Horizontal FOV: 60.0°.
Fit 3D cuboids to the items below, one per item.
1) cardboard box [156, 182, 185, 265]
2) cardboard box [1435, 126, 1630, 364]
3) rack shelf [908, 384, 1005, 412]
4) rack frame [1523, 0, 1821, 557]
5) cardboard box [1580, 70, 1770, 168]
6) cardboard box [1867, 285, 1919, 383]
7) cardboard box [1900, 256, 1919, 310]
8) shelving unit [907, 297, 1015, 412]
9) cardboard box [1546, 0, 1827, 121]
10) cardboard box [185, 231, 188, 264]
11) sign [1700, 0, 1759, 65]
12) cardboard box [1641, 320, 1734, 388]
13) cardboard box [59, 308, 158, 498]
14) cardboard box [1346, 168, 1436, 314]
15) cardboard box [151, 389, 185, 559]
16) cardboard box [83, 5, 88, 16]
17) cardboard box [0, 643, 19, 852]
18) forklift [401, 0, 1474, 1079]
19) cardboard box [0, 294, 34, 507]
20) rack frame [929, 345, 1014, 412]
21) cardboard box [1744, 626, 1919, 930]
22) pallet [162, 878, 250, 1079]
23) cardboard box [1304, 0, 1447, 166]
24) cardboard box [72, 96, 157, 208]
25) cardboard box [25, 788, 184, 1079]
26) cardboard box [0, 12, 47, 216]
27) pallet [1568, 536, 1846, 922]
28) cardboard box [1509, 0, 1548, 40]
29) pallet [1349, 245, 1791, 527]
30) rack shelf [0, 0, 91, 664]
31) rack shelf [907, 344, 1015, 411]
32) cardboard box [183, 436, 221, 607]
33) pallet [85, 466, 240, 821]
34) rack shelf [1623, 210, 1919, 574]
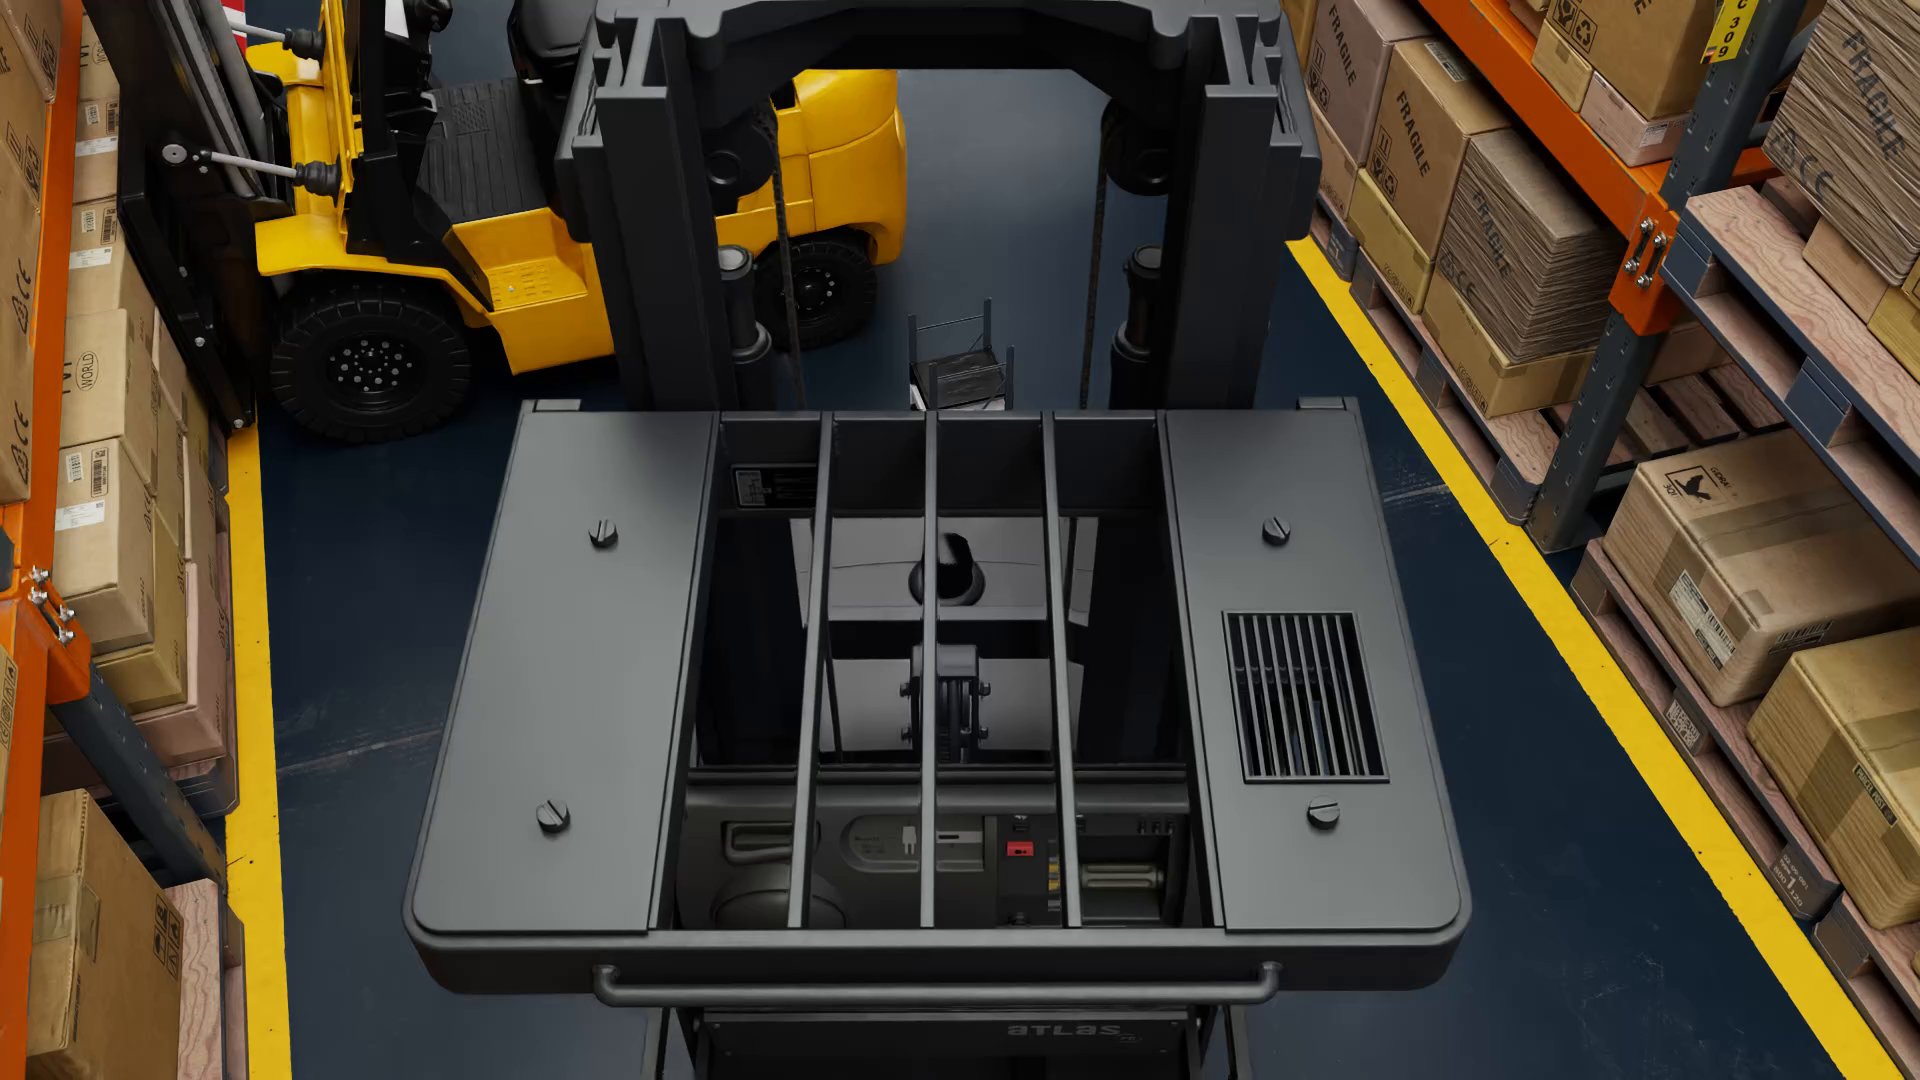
[{"bbox_3d":[-2.740,-0.886,5.232,0.500,0.250,0.500,-13,51,-11],"label":"cardboard box"},{"bbox_3d":[1.854,-0.934,5.109,0.500,0.500,0.500,-14,51,-11],"label":"cardboard box"},{"bbox_3d":[0.002,-0.379,4.789,0.258,0.077,0.200,-13,51,-11],"label":"rack shelf"},{"bbox_3d":[2.285,-1.072,4.192,1.000,3.000,0.127,-13,51,-11],"label":"rack frame"},{"bbox_3d":[1.899,-1.157,4.427,0.380,0.149,0.250,-14,51,-11],"label":"cardboard box"},{"bbox_3d":[2.212,-0.467,3.571,0.380,0.149,0.250,-12,51,-10],"label":"cardboard box"},{"bbox_3d":[2.299,-0.562,3.228,0.500,0.500,0.500,-13,51,-11],"label":"cardboard box"},{"bbox_3d":[0.002,-0.284,4.901,0.258,0.900,0.210,-13,51,-11],"label":"shelving unit"},{"bbox_3d":[1.916,-1.468,4.266,0.500,0.500,0.500,-14,51,-12],"label":"cardboard box"},{"bbox_3d":[-2.745,-0.739,5.434,0.500,0.250,0.500,-12,51,-10],"label":"cardboard box"},{"bbox_3d":[1.769,-1.223,3.753,0.100,0.325,0.005,-13,51,-11],"label":"sign"},{"bbox_3d":[2.369,-0.813,5.497,0.500,0.250,0.500,-15,52,-13],"label":"cardboard box"},{"bbox_3d":[-2.440,-0.318,4.426,0.500,0.250,0.500,-13,51,-11],"label":"cardboard box"},{"bbox_3d":[1.687,-1.079,5.721,0.500,0.250,0.500,-15,51,-12],"label":"cardboard box"},{"bbox_3d":[-2.454,-0.148,4.609,0.500,0.250,0.500,-14,51,-11],"label":"cardboard box"},{"bbox_3d":[-3.047,-1.802,5.677,0.500,0.250,0.500,-12,51,-10],"label":"cardboard box"},{"bbox_3d":[-2.056,0.410,3.040,0.500,0.250,0.500,-12,51,-10],"label":"cardboard box"},{"bbox_3d":[-0.024,0.712,2.733,1.130,2.935,3.031,0,50,0],"label":"forklift"},{"bbox_3d":[-2.337,-0.362,3.528,0.500,0.500,0.500,-15,51,-12],"label":"cardboard box"},{"bbox_3d":[0.032,-0.210,4.838,0.240,0.900,0.006,-13,51,-11],"label":"rack frame"},{"bbox_3d":[2.659,0.547,4.271,0.950,0.372,0.625,-10,51,-9],"label":"cardboard box"},{"bbox_3d":[-2.200,1.481,3.863,1.003,0.211,1.213,-13,51,-11],"label":"pallet"},{"bbox_3d":[1.550,-1.678,5.736,0.500,0.500,0.500,-11,51,-9],"label":"cardboard box"},{"bbox_3d":[-2.746,-1.064,5.055,0.500,0.250,0.500,-14,51,-12],"label":"cardboard box"},{"bbox_3d":[-2.290,1.062,3.671,0.875,0.625,0.625,-11,51,-9],"label":"cardboard box"},{"bbox_3d":[-2.658,-1.108,4.157,0.500,0.500,0.500,-14,51,-11],"label":"cardboard box"},{"bbox_3d":[2.517,0.395,4.779,1.003,0.211,1.213,-13,51,-11],"label":"pallet"},{"bbox_3d":[1.816,-1.545,4.755,0.380,0.149,0.250,-13,51,-11],"label":"cardboard box"},{"bbox_3d":[2.053,-0.656,5.665,1.003,0.211,1.213,-13,51,-11],"label":"pallet"},{"bbox_3d":[-3.047,-1.176,4.750,1.077,0.370,4.000,-13,51,-11],"label":"rack shelf"},{"bbox_3d":[0.002,-0.437,4.720,0.258,0.077,0.200,-13,51,-11],"label":"rack shelf"},{"bbox_3d":[-2.447,0.009,4.805,0.500,0.250,0.500,-14,51,-12],"label":"cardboard box"},{"bbox_3d":[-2.650,0.362,4.807,1.003,0.211,1.213,-13,51,-11],"label":"pallet"},{"bbox_3d":[2.877,0.621,3.235,1.077,0.370,4.000,-13,51,-11],"label":"rack shelf"}]
